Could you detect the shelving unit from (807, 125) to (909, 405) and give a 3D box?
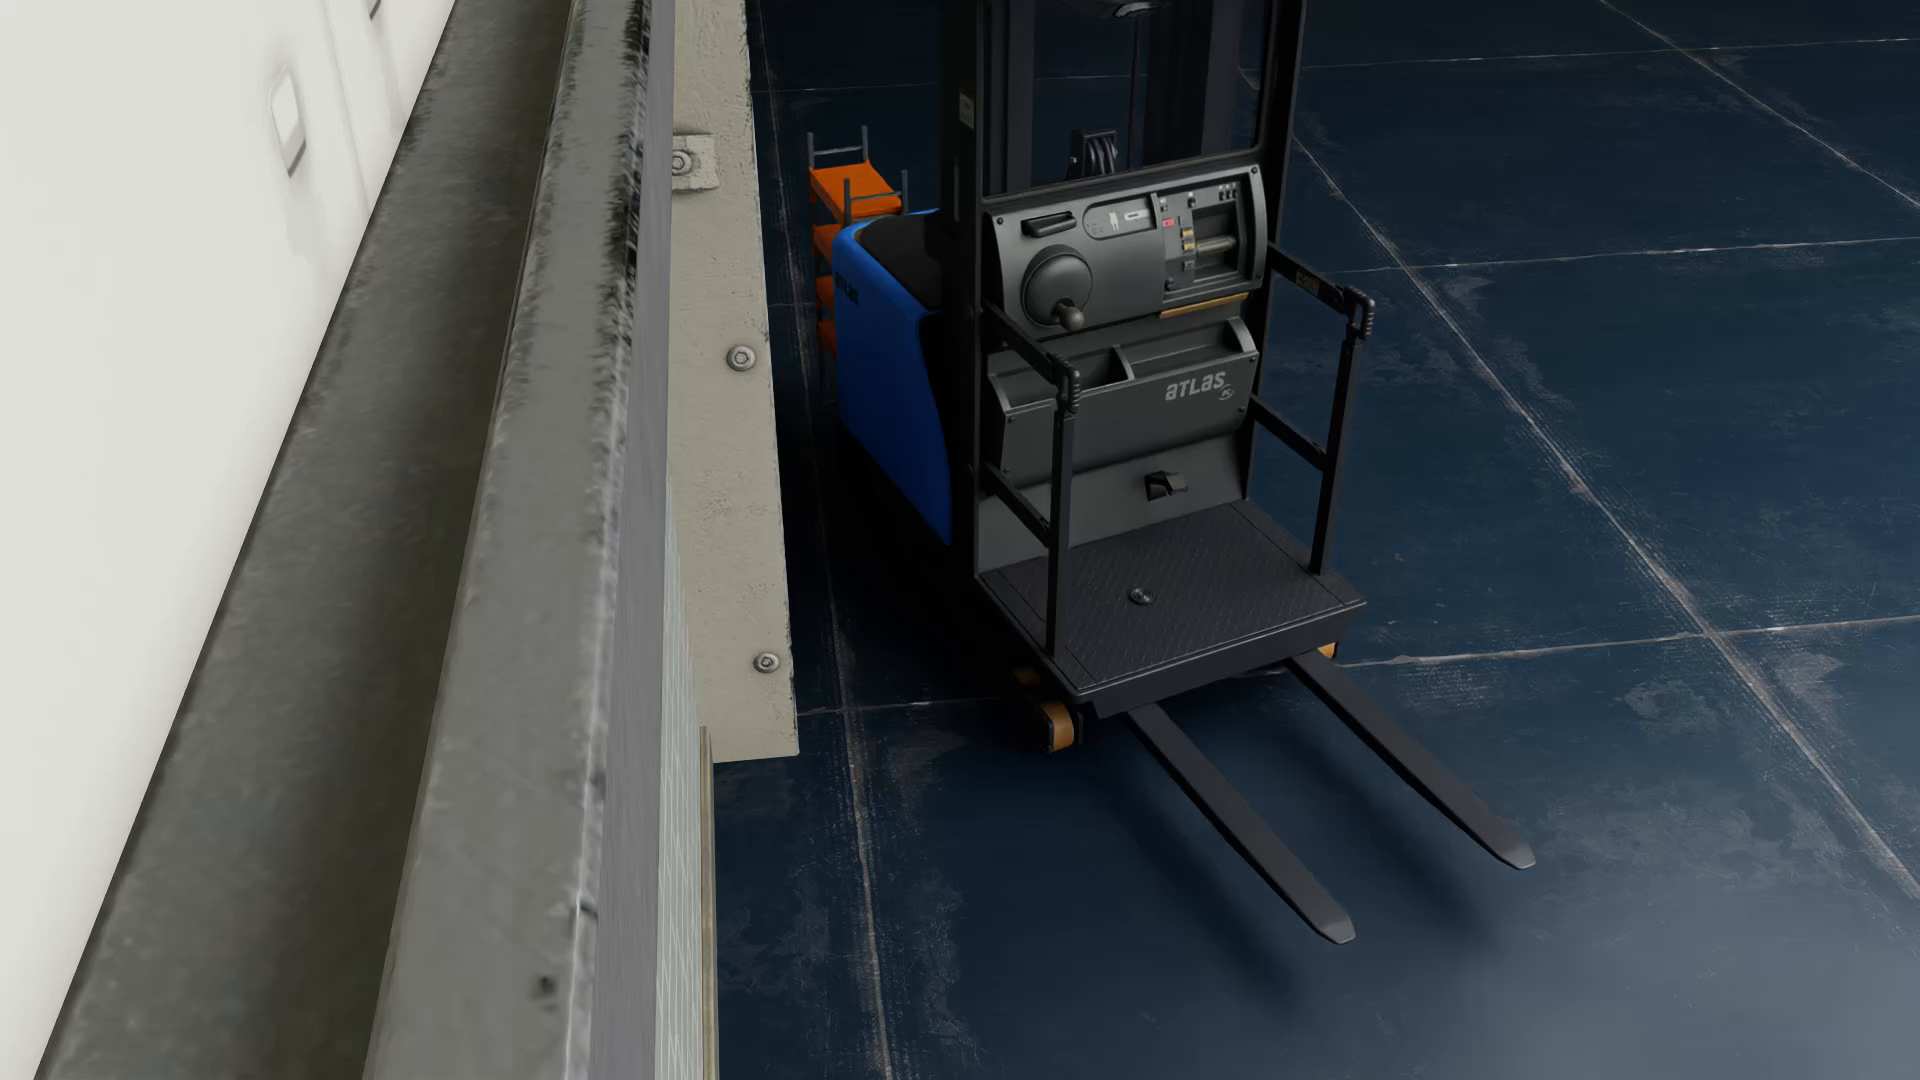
[{"bbox_3d":[-0.394,-0.968,6.605,0.258,1.200,0.503,-12,36,-17],"label":"shelving unit"}]

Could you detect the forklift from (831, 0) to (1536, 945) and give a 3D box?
[{"bbox_3d":[0.618,-0.825,4.859,1.130,2.935,3.031,-15,37,-21],"label":"forklift"}]

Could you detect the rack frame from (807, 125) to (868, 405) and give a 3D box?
[{"bbox_3d":[-0.478,-1.097,6.794,0.240,1.200,0.015,-12,36,-17],"label":"rack frame"}]

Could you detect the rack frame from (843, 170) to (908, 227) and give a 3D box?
[{"bbox_3d":[-0.310,-0.839,6.416,0.240,1.200,0.015,-12,36,-17],"label":"rack frame"}]

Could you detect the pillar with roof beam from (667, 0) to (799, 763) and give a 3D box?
[{"bbox_3d":[3.579,-3.465,3.343,9.100,9.000,0.400,-4,35,-6],"label":"pillar with roof beam"}]

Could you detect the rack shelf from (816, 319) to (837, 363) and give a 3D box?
[{"bbox_3d":[-0.394,-0.748,6.755,0.258,0.148,0.480,-12,36,-17],"label":"rack shelf"}]

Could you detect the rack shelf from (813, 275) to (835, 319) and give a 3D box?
[{"bbox_3d":[-0.394,-0.913,6.643,0.258,0.148,0.480,-12,36,-17],"label":"rack shelf"}]

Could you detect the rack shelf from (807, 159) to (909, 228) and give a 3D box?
[{"bbox_3d":[-0.394,-1.293,6.384,0.258,0.148,0.480,-12,36,-17],"label":"rack shelf"}]

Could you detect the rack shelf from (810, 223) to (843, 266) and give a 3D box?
[{"bbox_3d":[-0.394,-1.097,6.517,0.258,0.148,0.480,-12,36,-17],"label":"rack shelf"}]
